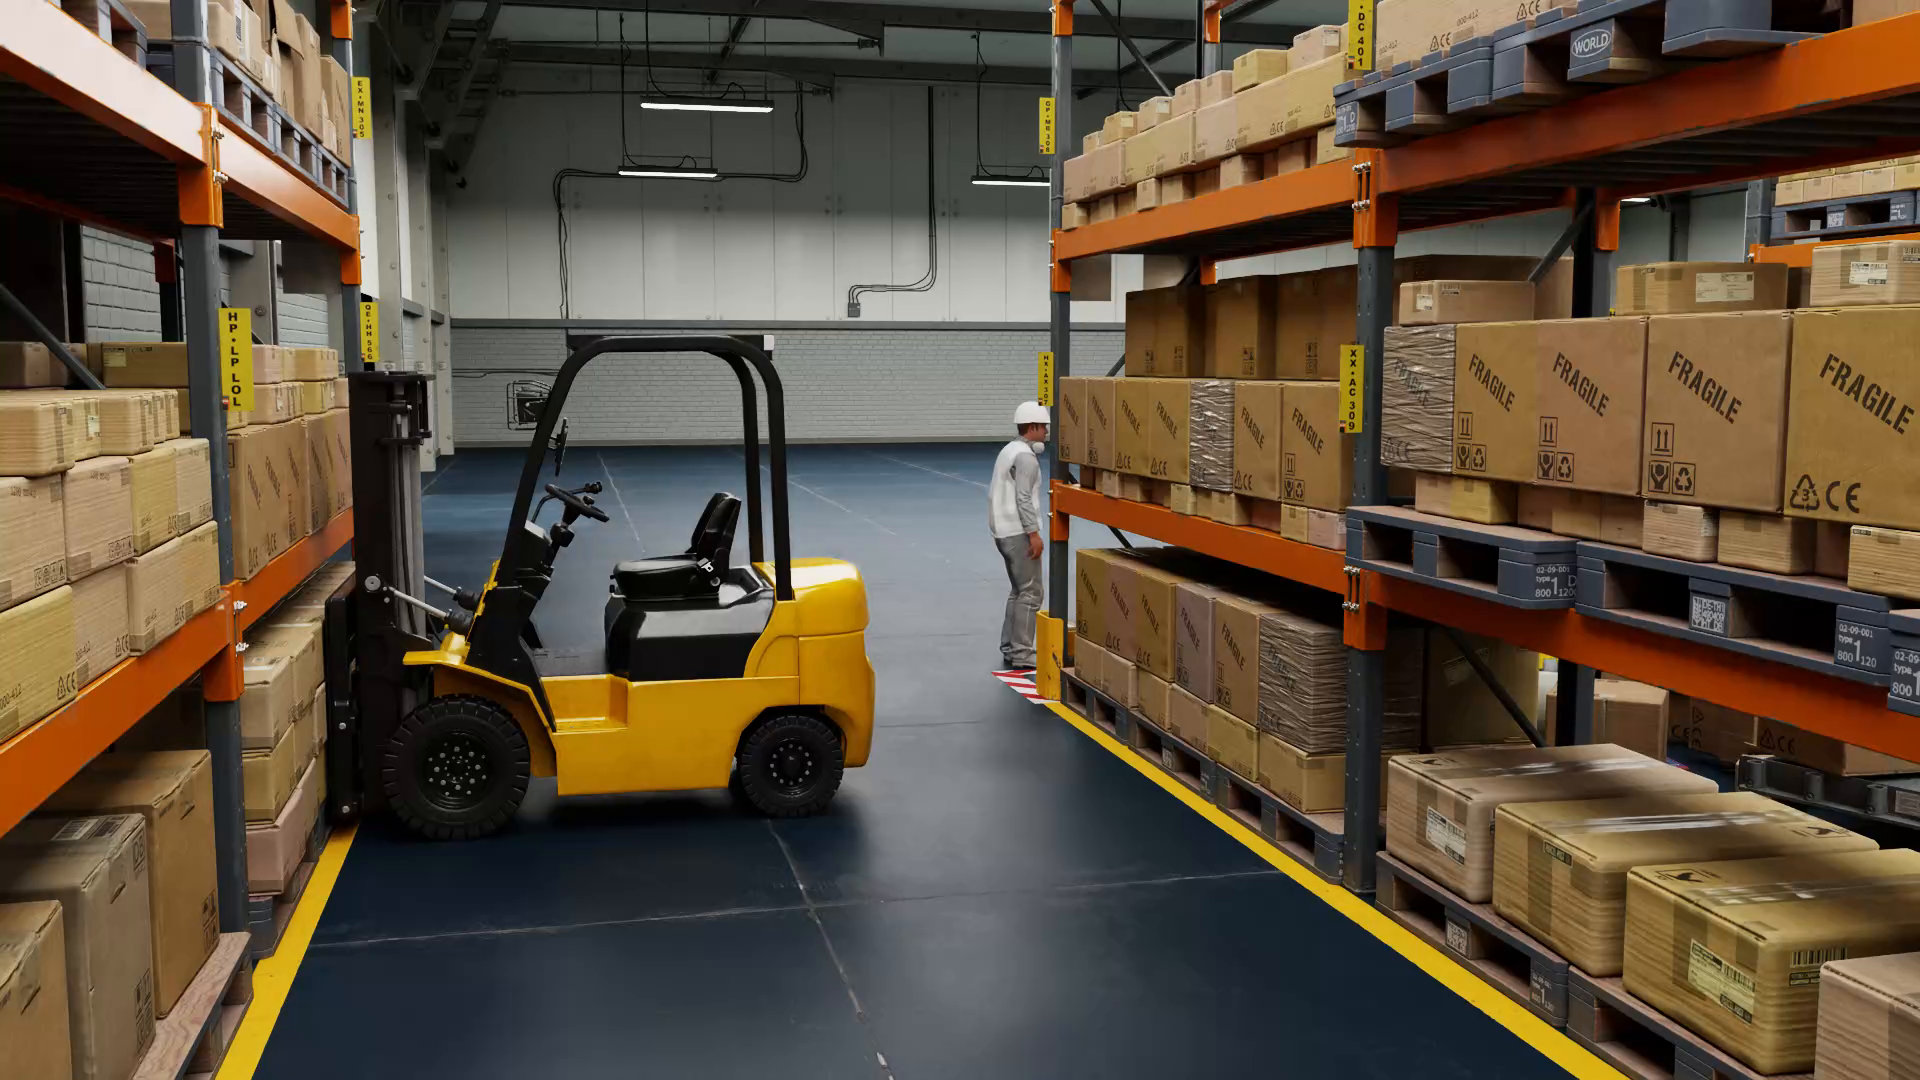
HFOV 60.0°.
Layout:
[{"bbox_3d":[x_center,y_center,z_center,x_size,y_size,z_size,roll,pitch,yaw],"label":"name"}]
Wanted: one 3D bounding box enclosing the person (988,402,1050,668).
[{"bbox_3d":[0.425,-0.047,11.254,0.460,1.772,0.581,-1,6,-8],"label":"person"}]
